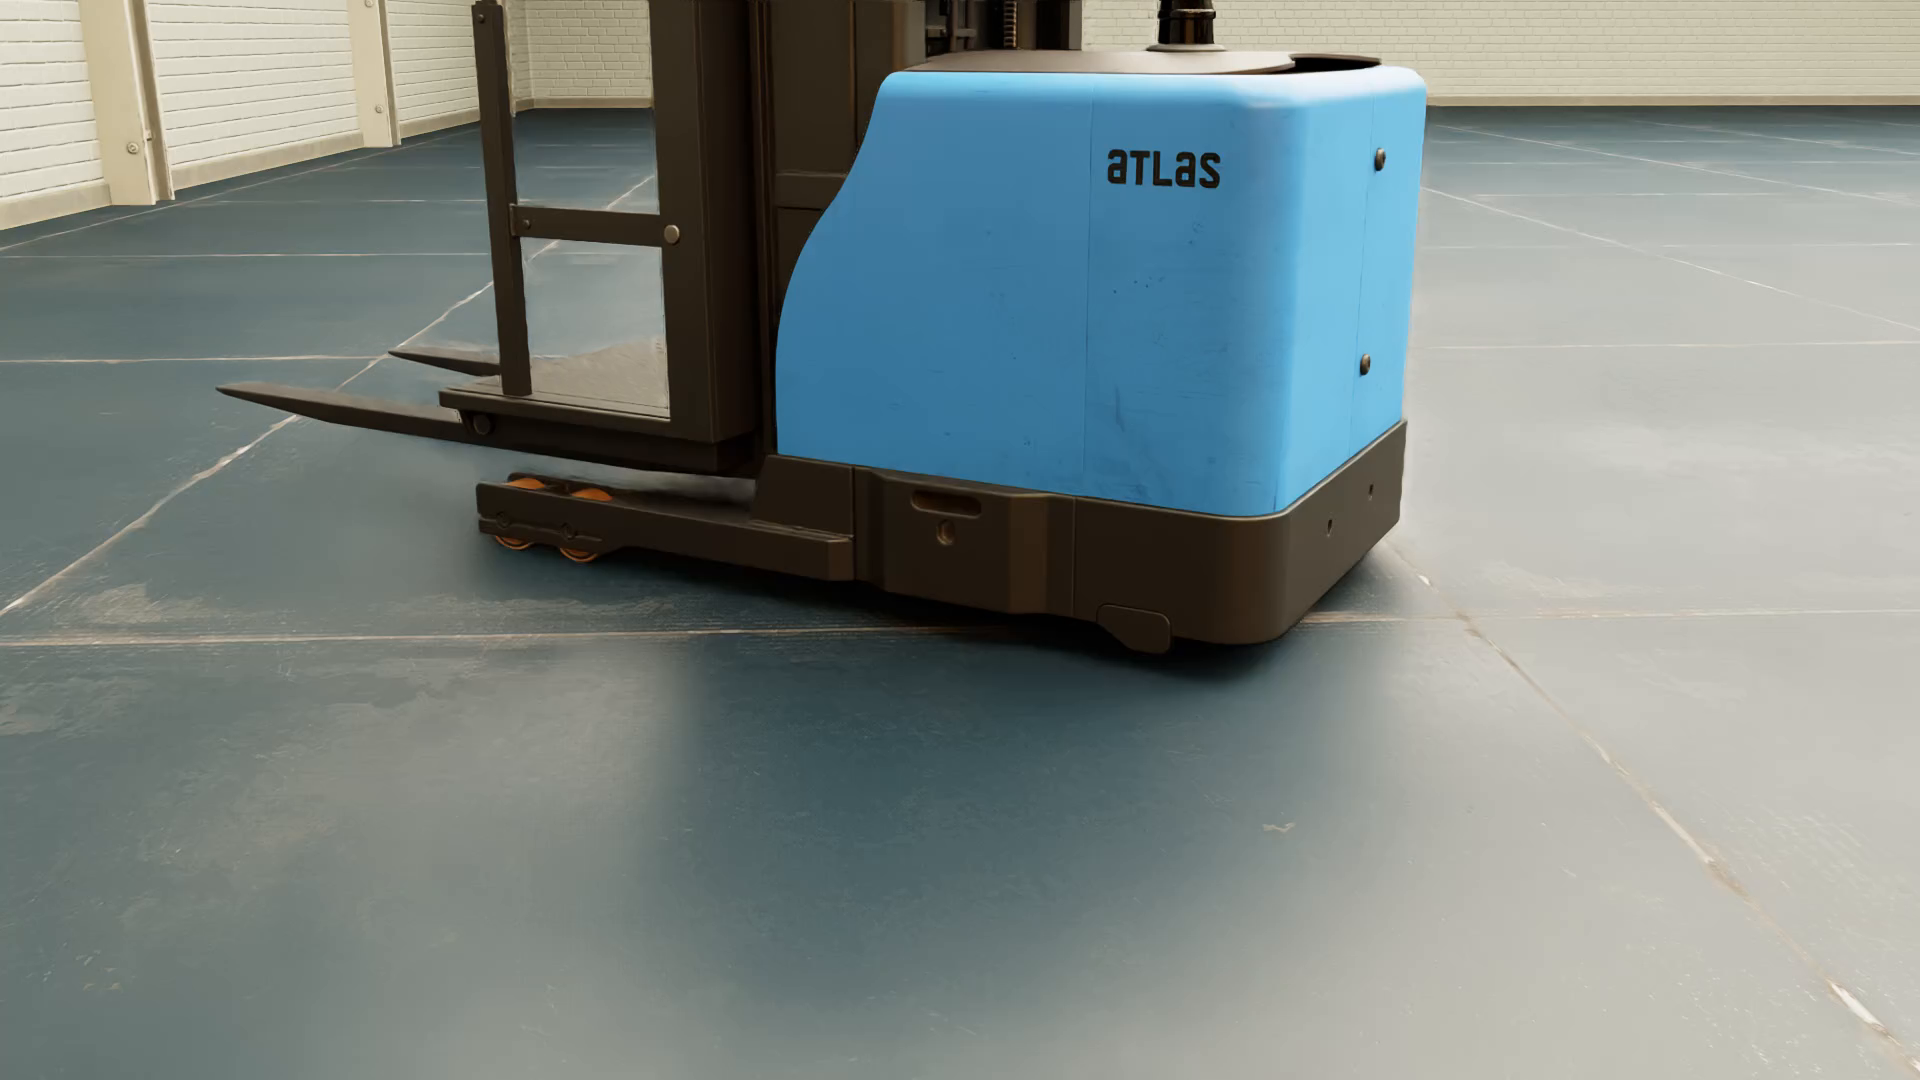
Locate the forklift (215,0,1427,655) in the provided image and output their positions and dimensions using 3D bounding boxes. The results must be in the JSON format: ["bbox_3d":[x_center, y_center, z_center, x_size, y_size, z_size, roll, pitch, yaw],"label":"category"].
[{"bbox_3d":[-0.531,-1.476,3.731,3.031,2.935,1.130,9,19,27],"label":"forklift"}]
